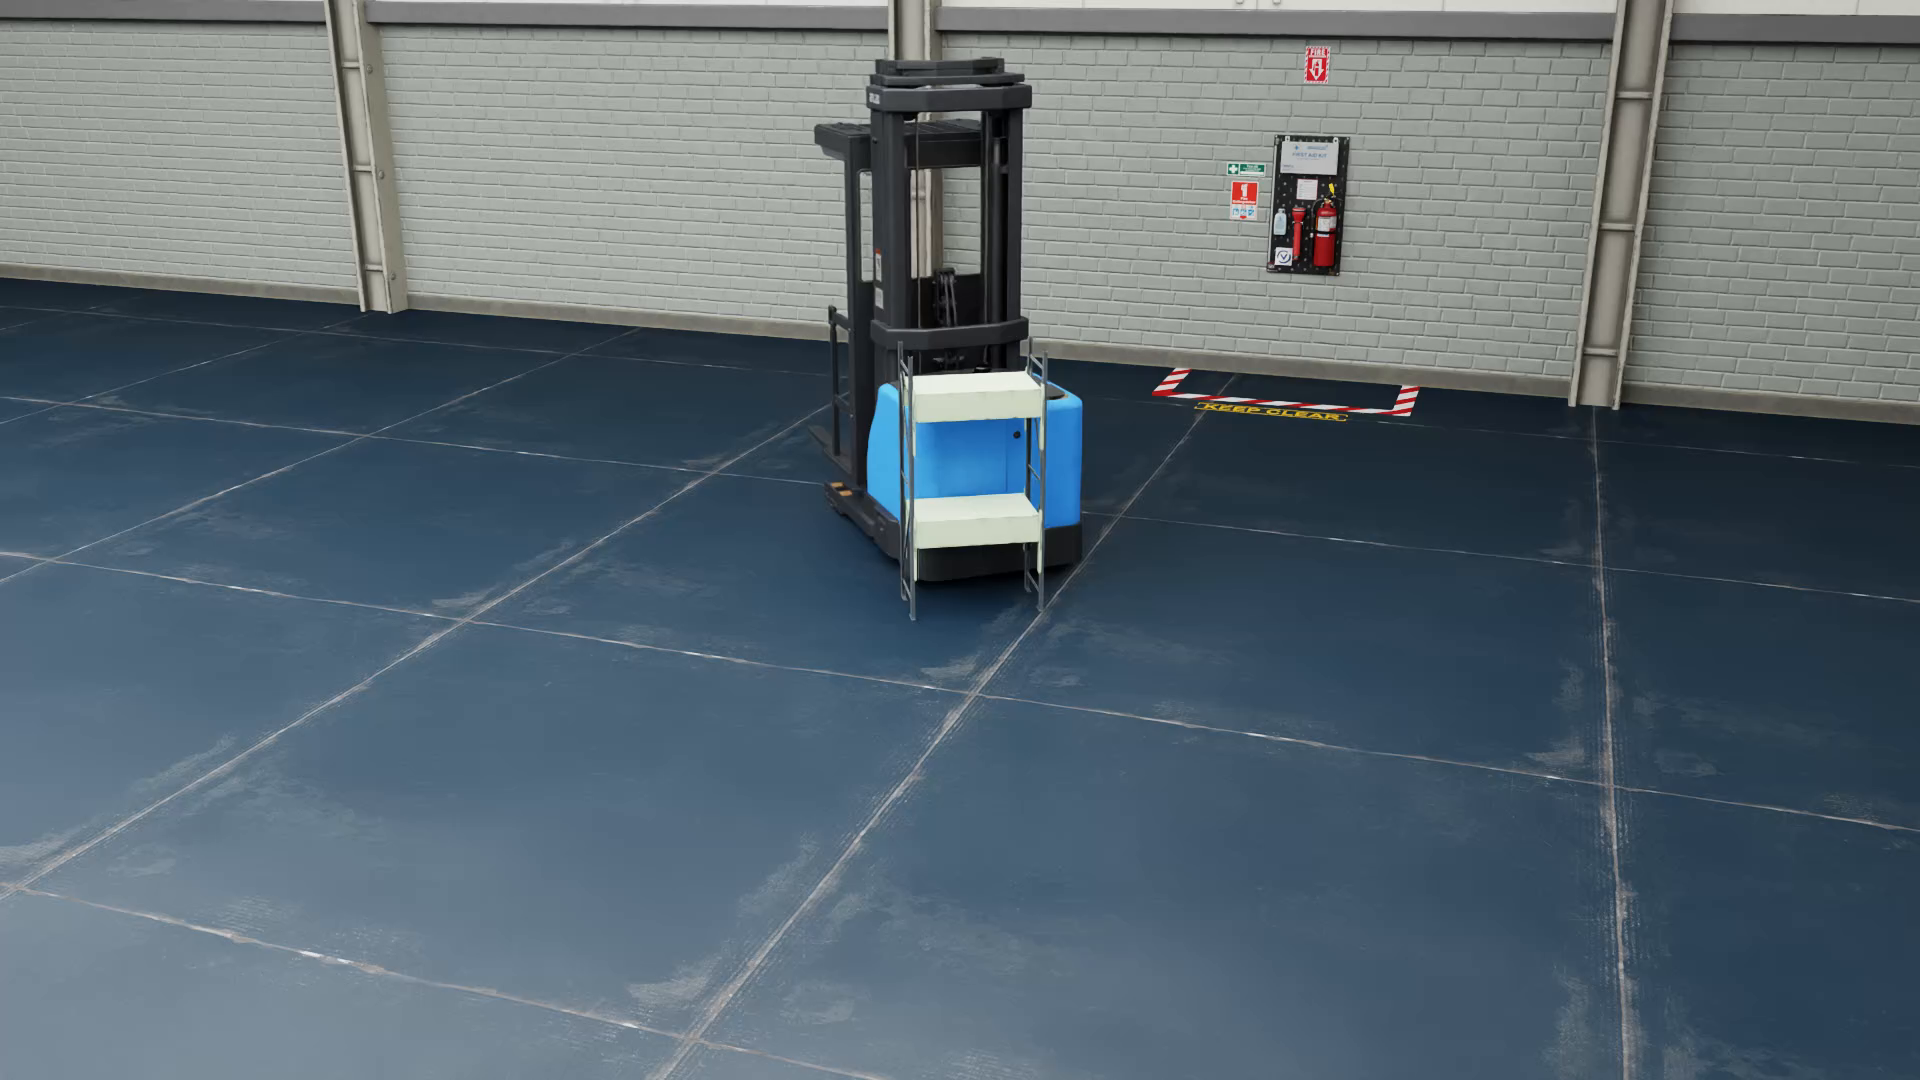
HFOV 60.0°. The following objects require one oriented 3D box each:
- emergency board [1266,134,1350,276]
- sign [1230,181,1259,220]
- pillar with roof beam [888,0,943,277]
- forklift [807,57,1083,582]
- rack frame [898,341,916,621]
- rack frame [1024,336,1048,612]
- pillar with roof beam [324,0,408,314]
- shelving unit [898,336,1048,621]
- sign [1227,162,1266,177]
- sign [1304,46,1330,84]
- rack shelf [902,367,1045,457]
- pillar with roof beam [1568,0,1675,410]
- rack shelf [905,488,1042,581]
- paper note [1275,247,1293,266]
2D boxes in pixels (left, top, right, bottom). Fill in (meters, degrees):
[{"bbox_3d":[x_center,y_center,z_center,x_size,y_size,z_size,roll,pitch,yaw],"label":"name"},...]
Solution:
[{"bbox_3d":[2.948,-2.831,14.140,0.643,1.169,0.194,7,20,18],"label":"emergency board"},{"bbox_3d":[2.460,-2.939,14.398,0.234,0.329,0.001,7,20,18],"label":"sign"},{"bbox_3d":[-1.810,-4.694,10.372,0.400,9.000,9.100,7,20,18],"label":"pillar with roof beam"},{"bbox_3d":[-0.269,-1.591,10.686,1.130,2.935,3.031,-7,20,-20],"label":"forklift"},{"bbox_3d":[-0.295,-0.321,9.218,0.023,1.500,0.400,-3,20,-10],"label":"rack frame"},{"bbox_3d":[0.425,-0.365,9.344,0.023,1.500,0.400,-3,20,-10],"label":"rack frame"},{"bbox_3d":[-7.478,-5.343,12.231,0.400,9.000,9.100,7,20,18],"label":"pillar with roof beam"},{"bbox_3d":[0.065,-0.343,9.281,0.755,1.500,0.431,-3,20,-10],"label":"shelving unit"},{"bbox_3d":[2.461,-3.186,14.301,0.331,0.109,0.001,7,20,18],"label":"sign"},{"bbox_3d":[2.973,-3.957,13.850,0.199,0.298,0.001,7,20,18],"label":"sign"},{"bbox_3d":[0.065,-0.711,9.153,0.720,0.370,0.431,-3,20,-10],"label":"rack shelf"},{"bbox_3d":[3.857,-4.046,8.513,0.400,9.000,9.100,7,20,18],"label":"pillar with roof beam"},{"bbox_3d":[0.065,-0.035,9.388,0.720,0.370,0.431,-3,20,-10],"label":"rack shelf"},{"bbox_3d":[2.804,-2.455,14.401,0.142,0.148,0.016,7,20,18],"label":"paper note"}]
